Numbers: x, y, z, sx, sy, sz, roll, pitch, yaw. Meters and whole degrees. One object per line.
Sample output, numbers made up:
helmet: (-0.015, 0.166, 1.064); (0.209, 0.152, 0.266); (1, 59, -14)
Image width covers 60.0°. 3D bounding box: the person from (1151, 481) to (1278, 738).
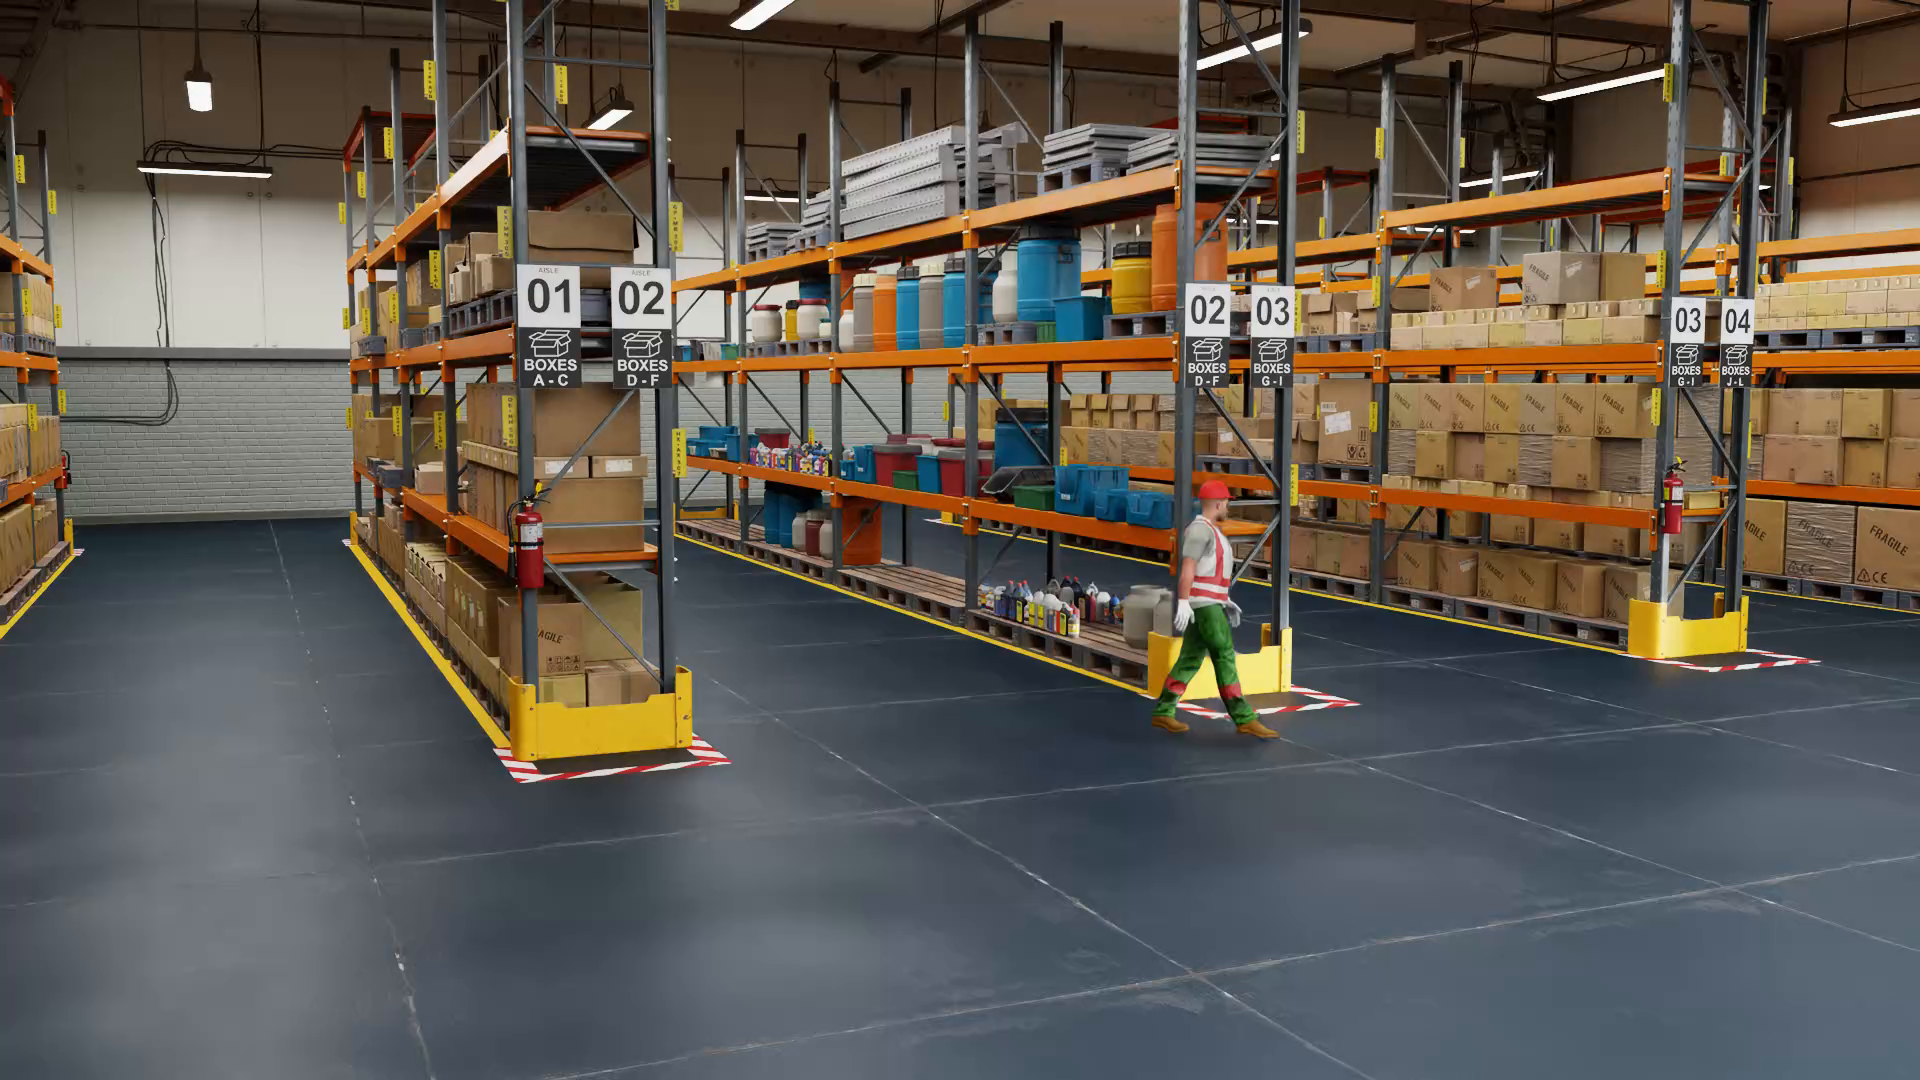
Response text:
person: (1.792, 0.461, 11.529); (0.897, 1.736, 0.615); (2, 6, 16)
